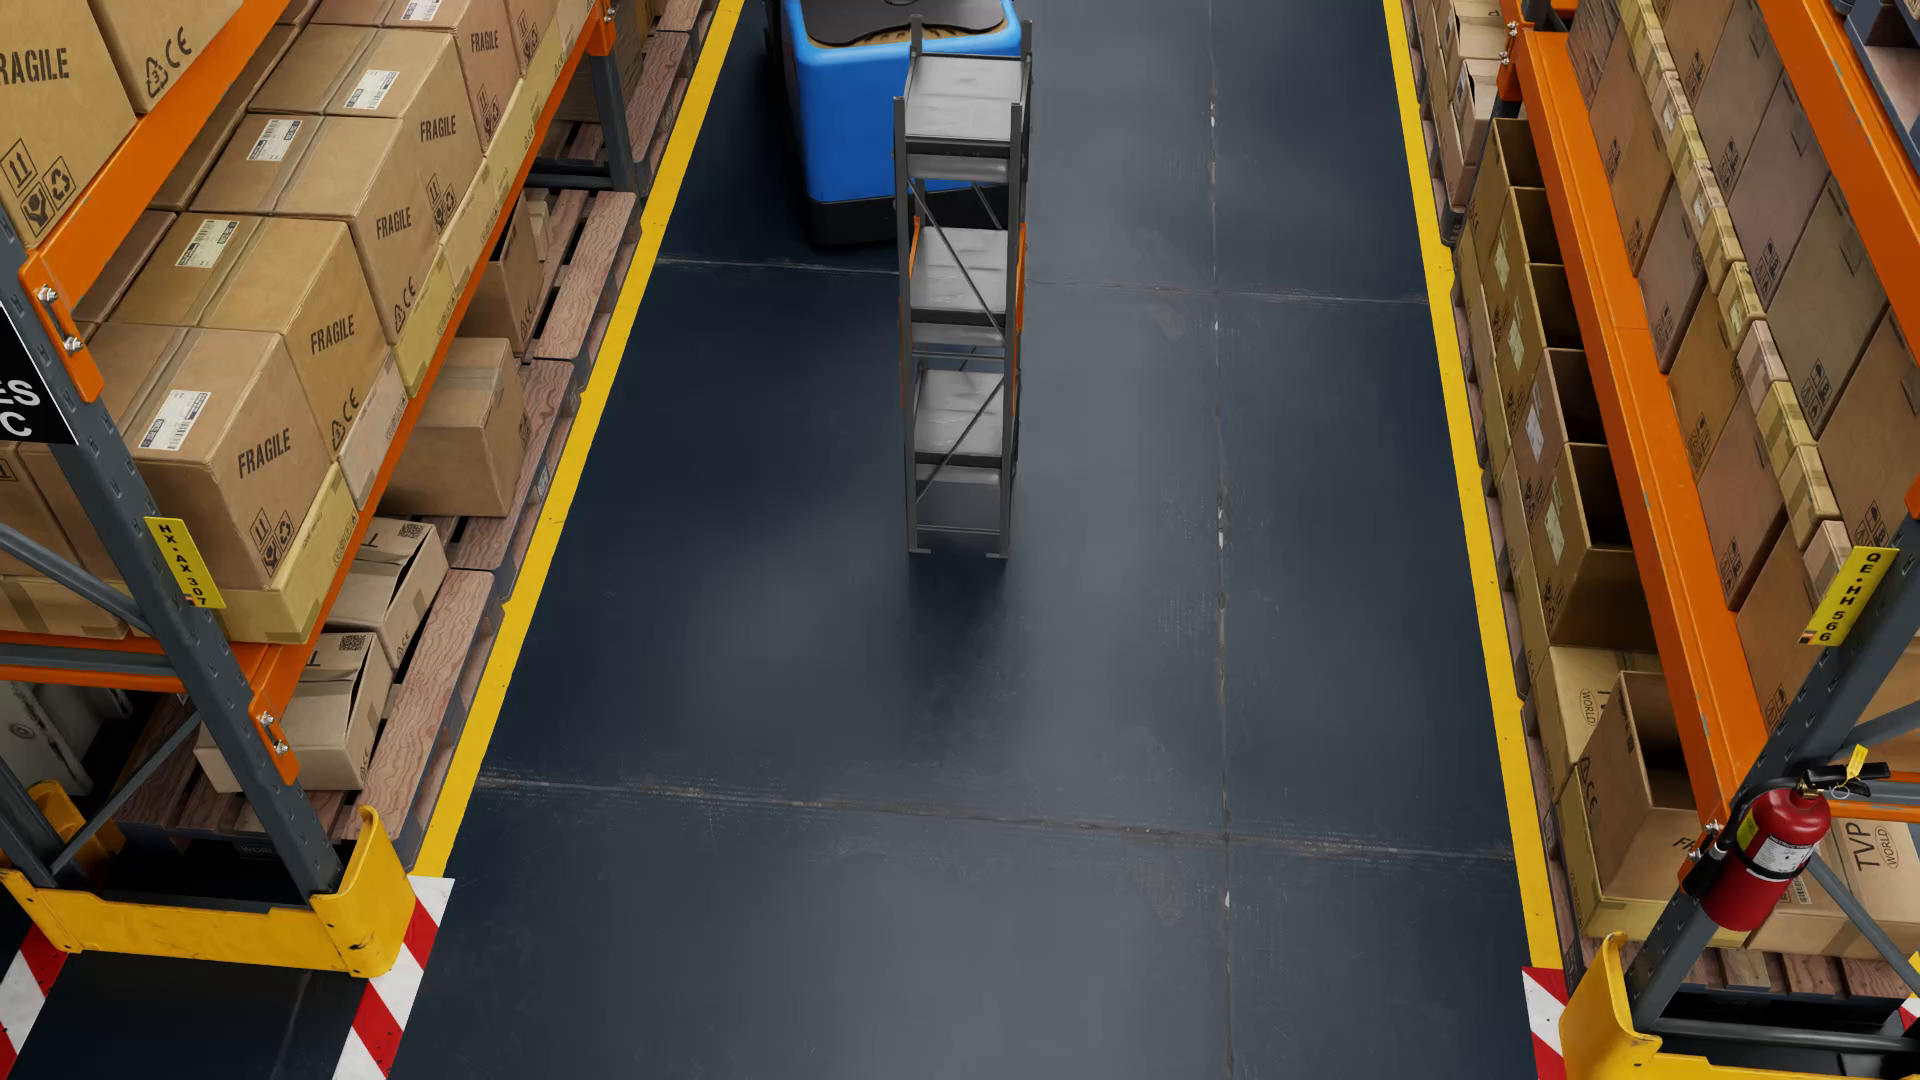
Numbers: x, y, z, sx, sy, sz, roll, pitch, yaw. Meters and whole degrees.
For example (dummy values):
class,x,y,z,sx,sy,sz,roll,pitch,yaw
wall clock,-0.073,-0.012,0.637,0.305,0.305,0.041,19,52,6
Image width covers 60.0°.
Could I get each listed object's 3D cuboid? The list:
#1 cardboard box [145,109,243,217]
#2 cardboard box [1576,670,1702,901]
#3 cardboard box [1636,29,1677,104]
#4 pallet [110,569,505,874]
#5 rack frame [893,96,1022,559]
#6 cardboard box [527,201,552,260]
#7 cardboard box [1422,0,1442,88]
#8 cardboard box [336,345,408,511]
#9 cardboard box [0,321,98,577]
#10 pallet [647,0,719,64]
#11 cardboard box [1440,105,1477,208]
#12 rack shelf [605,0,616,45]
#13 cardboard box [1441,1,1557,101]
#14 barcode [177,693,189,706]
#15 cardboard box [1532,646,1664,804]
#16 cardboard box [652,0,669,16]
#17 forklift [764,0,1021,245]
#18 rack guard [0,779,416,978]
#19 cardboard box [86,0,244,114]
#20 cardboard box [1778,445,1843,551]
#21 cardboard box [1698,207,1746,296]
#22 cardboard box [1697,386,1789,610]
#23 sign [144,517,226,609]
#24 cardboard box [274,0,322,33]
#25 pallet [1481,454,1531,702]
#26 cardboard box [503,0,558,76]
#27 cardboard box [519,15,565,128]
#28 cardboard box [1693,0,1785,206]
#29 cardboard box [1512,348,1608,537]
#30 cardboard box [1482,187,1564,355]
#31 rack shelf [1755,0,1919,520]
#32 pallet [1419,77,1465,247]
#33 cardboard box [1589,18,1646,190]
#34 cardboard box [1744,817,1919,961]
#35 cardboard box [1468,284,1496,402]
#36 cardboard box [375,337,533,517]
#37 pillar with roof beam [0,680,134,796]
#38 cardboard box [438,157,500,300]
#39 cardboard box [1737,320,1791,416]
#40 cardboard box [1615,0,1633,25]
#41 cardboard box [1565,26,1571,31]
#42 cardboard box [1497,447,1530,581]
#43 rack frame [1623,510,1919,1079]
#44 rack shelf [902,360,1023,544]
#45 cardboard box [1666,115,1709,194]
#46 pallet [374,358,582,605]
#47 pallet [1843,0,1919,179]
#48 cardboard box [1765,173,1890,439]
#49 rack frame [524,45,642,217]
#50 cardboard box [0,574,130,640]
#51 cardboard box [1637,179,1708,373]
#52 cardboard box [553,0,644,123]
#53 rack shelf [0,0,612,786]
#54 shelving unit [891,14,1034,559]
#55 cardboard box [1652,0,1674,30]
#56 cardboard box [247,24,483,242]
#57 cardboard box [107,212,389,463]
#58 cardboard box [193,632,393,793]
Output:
class,x,y,z,sx,sy,sz,roll,pitch,yaw
cardboard box,-2.511,-1.005,5.216,0.500,0.500,0.500,3,48,2
cardboard box,2.245,0.764,5.089,0.500,0.500,0.500,4,48,4
cardboard box,2.548,-1.612,5.684,0.380,0.149,0.250,2,48,2
pallet,-2.325,0.605,6.054,1.003,0.211,1.213,4,48,4
rack frame,-0.007,-0.651,5.922,0.400,2.100,0.015,4,48,4
cardboard box,-2.095,-1.422,7.640,0.380,0.166,0.250,-2,48,-2
cardboard box,2.700,-2.580,8.656,0.500,0.250,0.500,5,48,4
cardboard box,-2.047,-0.362,5.136,0.500,0.250,0.500,3,48,2
cardboard box,-2.610,-0.256,4.531,0.500,0.500,0.500,3,48,3
pallet,-1.898,-3.155,9.493,1.003,0.211,1.213,4,48,4
cardboard box,2.606,-1.833,7.972,0.500,0.250,0.500,3,48,3
rack shelf,-1.894,-3.852,8.728,1.077,0.370,4.000,4,48,4
cardboard box,2.650,-2.397,8.109,0.500,0.311,0.500,5,48,5
barcode,-2.685,0.528,5.752,0.001,0.075,0.075,4,48,4
cardboard box,2.281,0.649,5.703,0.500,0.250,0.500,4,48,4
cardboard box,-1.942,-3.227,9.065,0.700,0.500,0.500,4,48,4
forklift,-0.462,-3.503,7.968,1.130,2.935,3.031,-7,48,-7
rack guard,-2.434,1.102,5.403,1.175,0.500,0.348,4,48,4
cardboard box,-2.077,-1.360,3.847,0.500,0.500,0.500,7,48,6
cardboard box,2.360,-0.094,4.296,0.380,0.149,0.250,5,48,5
cardboard box,2.454,-0.853,4.990,0.380,0.149,0.250,5,48,5
cardboard box,2.591,-0.117,4.757,0.700,0.500,0.500,5,48,5
sign,-1.901,0.058,4.077,0.100,0.325,0.005,4,48,4
cardboard box,-2.429,-1.757,5.904,0.500,0.500,0.500,5,48,5
pallet,2.634,0.127,6.491,1.003,0.211,1.213,4,48,4
cardboard box,-1.851,-2.099,6.217,0.500,0.500,0.500,4,48,3
cardboard box,-1.871,-1.847,6.495,0.500,0.250,0.500,4,48,4
cardboard box,2.686,-1.333,4.990,0.700,0.500,0.500,4,48,4
cardboard box,2.368,-0.339,6.098,0.500,0.500,0.500,4,48,4
cardboard box,2.465,-1.074,6.770,0.500,0.500,0.500,4,48,4
rack shelf,2.675,-1.595,4.630,1.077,0.370,4.000,4,48,4
pallet,2.885,-1.898,8.342,1.003,0.211,1.213,4,48,4
cardboard box,2.781,-1.614,6.126,0.700,0.500,0.500,3,48,3
cardboard box,2.763,1.052,5.334,0.500,0.250,0.500,4,48,4
cardboard box,2.462,-0.821,7.047,0.500,0.250,0.500,4,48,4
cardboard box,-2.120,-0.448,6.522,0.700,0.500,0.500,1,48,1
pillar with roof beam,1.049,-1.993,2.475,9.100,9.000,0.400,4,48,4
cardboard box,-1.947,-1.107,5.818,0.500,0.250,0.500,4,48,4
cardboard box,2.408,-0.467,4.637,0.380,0.149,0.250,4,48,4
cardboard box,2.595,-1.989,6.029,0.380,0.149,0.250,3,48,3
cardboard box,3.194,-2.352,8.067,0.500,0.311,0.500,3,48,3
cardboard box,2.372,-0.086,6.375,0.500,0.250,0.500,4,48,4
rack frame,2.492,0.645,4.128,1.000,3.000,0.127,4,48,4
rack shelf,0.015,-0.349,6.613,0.431,0.518,0.480,4,48,4
cardboard box,2.502,-1.224,5.330,0.380,0.149,0.250,4,48,3
pallet,-2.211,-0.289,6.871,1.003,0.211,1.213,4,48,4
pallet,2.583,-0.856,3.527,1.003,0.211,1.213,4,48,4
cardboard box,2.595,-0.595,4.314,0.700,0.500,0.500,3,48,3
rack frame,-2.076,-2.625,7.118,1.000,3.000,0.127,4,48,4
cardboard box,-2.591,0.002,4.804,0.500,0.250,0.500,4,48,4
cardboard box,2.686,-0.869,5.444,0.700,0.500,0.500,5,48,5
cardboard box,-2.026,-2.472,8.374,0.700,0.500,0.500,5,48,5
rack shelf,-2.259,-0.913,6.039,1.077,0.370,4.000,4,48,4
shelving unit,0.015,-0.830,6.086,0.431,2.100,0.503,4,48,4
cardboard box,2.778,-2.068,5.662,0.700,0.500,0.500,4,48,3
cardboard box,-1.955,-1.347,5.529,0.500,0.500,0.500,5,48,5
cardboard box,-2.043,-0.588,4.835,0.500,0.500,0.500,4,48,4
cardboard box,-2.288,0.571,5.719,0.500,0.311,0.500,-1,48,-1
